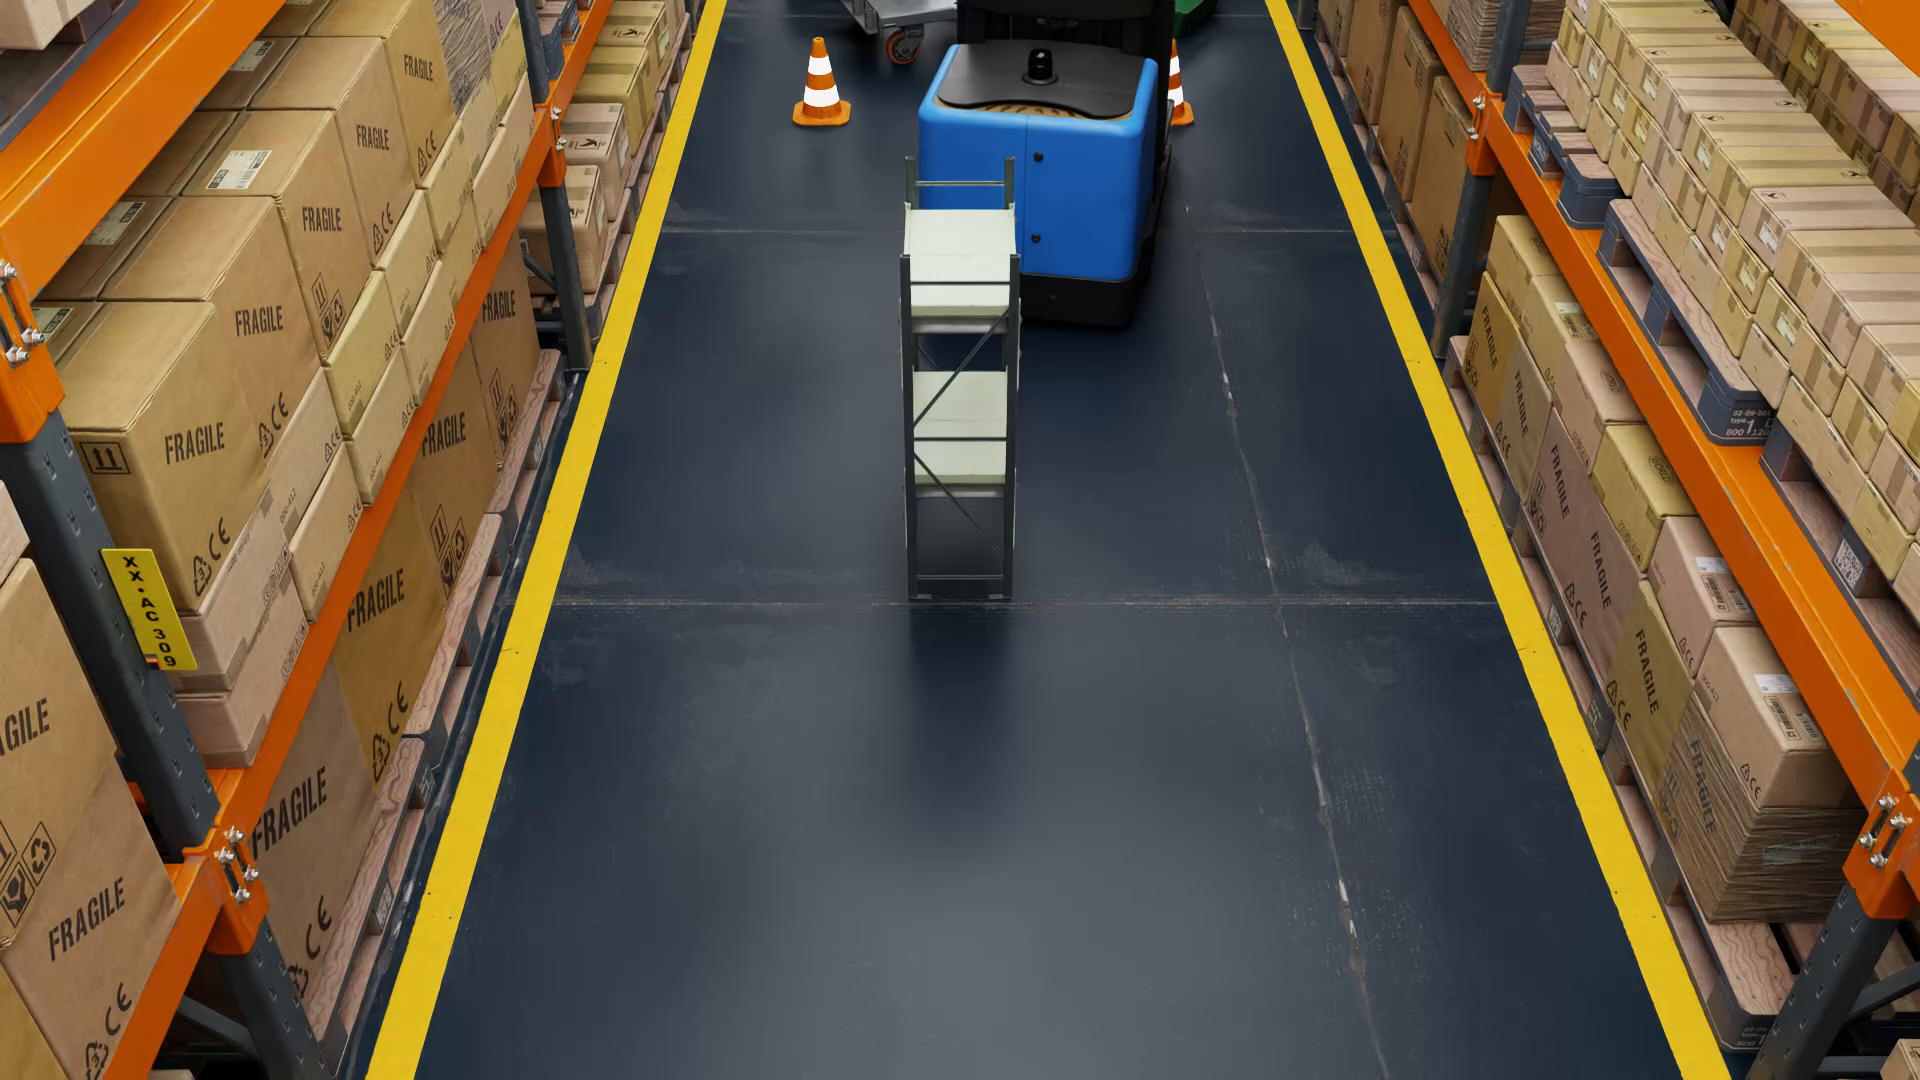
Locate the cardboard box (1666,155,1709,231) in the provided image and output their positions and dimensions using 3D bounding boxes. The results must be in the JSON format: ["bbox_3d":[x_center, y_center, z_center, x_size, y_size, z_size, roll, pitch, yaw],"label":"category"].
[{"bbox_3d":[2.532,-1.126,5.384,0.380,0.149,0.250,0,39,0],"label":"cardboard box"}]

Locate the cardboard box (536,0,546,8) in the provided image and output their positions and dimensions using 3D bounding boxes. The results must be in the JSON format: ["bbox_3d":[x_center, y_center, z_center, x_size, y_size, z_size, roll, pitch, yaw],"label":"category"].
[{"bbox_3d":[-2.002,-2.431,7.250,0.380,0.149,0.250,-2,39,-3],"label":"cardboard box"}]

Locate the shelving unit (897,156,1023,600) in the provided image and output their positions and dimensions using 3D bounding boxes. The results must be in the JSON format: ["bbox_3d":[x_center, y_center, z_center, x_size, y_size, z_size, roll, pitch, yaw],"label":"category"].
[{"bbox_3d":[0.000,-0.589,6.286,0.431,1.500,0.755,0,39,0],"label":"shelving unit"}]

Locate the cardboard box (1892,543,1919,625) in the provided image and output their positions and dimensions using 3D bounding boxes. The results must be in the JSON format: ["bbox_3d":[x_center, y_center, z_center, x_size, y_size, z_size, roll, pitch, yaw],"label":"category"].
[{"bbox_3d":[2.535,0.135,4.047,0.380,0.149,0.250,-1,39,-1],"label":"cardboard box"}]

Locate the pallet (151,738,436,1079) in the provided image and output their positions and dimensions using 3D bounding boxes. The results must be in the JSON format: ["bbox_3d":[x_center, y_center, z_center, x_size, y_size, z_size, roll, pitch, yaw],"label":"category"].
[{"bbox_3d":[-2.292,1.122,5.181,1.003,0.211,1.213,0,39,0],"label":"pallet"}]

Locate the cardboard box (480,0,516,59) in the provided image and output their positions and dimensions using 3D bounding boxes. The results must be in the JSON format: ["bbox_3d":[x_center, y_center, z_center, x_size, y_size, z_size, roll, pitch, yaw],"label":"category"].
[{"bbox_3d":[-1.958,-2.091,6.081,0.500,0.500,0.500,-1,39,-1],"label":"cardboard box"}]

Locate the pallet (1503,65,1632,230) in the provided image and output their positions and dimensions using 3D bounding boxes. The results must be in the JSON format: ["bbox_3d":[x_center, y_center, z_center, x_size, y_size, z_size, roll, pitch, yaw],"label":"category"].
[{"bbox_3d":[2.837,-1.531,6.416,1.213,0.211,1.003,0,39,0],"label":"pallet"}]

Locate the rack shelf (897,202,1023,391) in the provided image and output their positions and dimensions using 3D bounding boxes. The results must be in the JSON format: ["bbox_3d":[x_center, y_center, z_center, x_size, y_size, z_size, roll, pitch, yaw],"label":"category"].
[{"bbox_3d":[0.000,-0.894,6.042,0.431,0.370,0.720,0,39,0],"label":"rack shelf"}]

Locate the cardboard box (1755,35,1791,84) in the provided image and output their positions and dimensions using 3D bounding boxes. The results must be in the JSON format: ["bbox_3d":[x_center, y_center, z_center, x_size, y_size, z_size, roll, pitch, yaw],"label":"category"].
[{"bbox_3d":[3.187,-1.758,6.173,0.380,0.149,0.250,1,39,2],"label":"cardboard box"}]

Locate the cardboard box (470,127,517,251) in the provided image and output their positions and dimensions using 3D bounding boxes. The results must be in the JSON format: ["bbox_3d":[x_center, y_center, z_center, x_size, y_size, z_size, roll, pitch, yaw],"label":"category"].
[{"bbox_3d":[-1.944,-1.291,6.082,0.500,0.250,0.500,1,39,1],"label":"cardboard box"}]

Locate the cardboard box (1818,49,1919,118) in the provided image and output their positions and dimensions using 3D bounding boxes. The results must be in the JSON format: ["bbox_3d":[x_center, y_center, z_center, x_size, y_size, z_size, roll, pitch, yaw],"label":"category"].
[{"bbox_3d":[3.191,-1.556,5.682,0.380,0.149,0.250,1,39,1],"label":"cardboard box"}]

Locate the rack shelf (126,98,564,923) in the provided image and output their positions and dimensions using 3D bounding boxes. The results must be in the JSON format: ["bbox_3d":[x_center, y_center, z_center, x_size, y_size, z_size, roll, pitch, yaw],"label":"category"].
[{"bbox_3d":[-2.218,-0.454,5.493,1.077,0.370,4.000,0,39,0],"label":"rack shelf"}]

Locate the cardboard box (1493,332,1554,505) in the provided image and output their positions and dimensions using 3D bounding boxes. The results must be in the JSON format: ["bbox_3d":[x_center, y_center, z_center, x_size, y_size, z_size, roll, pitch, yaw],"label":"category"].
[{"bbox_3d":[2.479,-0.483,6.618,0.500,0.500,0.500,0,39,0],"label":"cardboard box"}]

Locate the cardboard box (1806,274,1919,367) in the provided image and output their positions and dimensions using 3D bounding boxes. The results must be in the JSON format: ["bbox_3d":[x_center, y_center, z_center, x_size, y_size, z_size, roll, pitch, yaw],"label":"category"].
[{"bbox_3d":[2.538,-0.593,4.481,0.380,0.149,0.250,0,39,0],"label":"cardboard box"}]

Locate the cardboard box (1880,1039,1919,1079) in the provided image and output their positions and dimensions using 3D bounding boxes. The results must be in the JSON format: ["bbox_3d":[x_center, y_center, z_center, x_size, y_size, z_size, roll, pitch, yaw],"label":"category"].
[{"bbox_3d":[2.527,1.382,4.096,0.380,0.149,0.250,1,39,2],"label":"cardboard box"}]

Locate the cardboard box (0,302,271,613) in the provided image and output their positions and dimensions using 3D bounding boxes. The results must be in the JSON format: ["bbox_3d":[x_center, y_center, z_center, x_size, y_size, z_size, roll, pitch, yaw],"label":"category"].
[{"bbox_3d":[-1.929,-0.188,3.707,0.500,0.500,0.500,0,39,0],"label":"cardboard box"}]

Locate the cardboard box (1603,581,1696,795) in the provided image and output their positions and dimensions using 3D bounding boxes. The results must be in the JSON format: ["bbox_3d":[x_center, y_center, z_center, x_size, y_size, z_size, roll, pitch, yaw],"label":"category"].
[{"bbox_3d":[2.481,0.478,5.418,0.500,0.500,0.500,-1,39,-1],"label":"cardboard box"}]

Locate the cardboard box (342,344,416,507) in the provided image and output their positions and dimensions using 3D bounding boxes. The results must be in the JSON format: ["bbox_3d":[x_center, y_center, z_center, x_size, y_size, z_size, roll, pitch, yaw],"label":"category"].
[{"bbox_3d":[-1.939,-0.345,4.901,0.500,0.250,0.500,0,39,0],"label":"cardboard box"}]

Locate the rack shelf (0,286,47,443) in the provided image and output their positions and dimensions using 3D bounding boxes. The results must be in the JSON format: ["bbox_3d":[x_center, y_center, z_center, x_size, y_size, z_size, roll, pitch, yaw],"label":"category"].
[{"bbox_3d":[-2.214,0.877,1.433,1.077,0.370,4.000,0,39,0],"label":"rack shelf"}]

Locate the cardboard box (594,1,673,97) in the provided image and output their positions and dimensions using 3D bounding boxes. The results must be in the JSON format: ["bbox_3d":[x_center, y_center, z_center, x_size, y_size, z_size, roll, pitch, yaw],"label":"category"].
[{"bbox_3d":[-2.218,-2.847,9.670,0.950,0.372,0.625,2,39,3],"label":"cardboard box"}]

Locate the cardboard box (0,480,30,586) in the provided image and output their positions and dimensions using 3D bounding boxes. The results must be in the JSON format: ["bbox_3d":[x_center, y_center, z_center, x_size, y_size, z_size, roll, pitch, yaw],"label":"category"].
[{"bbox_3d":[-1.897,0.026,2.920,0.380,0.149,0.250,-1,39,-1],"label":"cardboard box"}]

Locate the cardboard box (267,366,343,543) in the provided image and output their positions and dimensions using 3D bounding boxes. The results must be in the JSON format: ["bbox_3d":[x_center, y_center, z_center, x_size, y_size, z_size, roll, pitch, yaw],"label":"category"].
[{"bbox_3d":[-1.963,-0.222,4.348,0.500,0.250,0.500,1,39,1],"label":"cardboard box"}]

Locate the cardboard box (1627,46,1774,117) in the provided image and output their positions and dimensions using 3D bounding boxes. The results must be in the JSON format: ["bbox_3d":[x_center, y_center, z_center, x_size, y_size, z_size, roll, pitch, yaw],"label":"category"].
[{"bbox_3d":[2.535,-1.574,5.704,0.380,0.149,0.250,-2,39,-2],"label":"cardboard box"}]

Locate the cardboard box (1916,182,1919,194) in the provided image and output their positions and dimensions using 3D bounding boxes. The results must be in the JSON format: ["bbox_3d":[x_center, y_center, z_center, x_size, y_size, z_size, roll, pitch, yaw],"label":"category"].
[{"bbox_3d":[3.187,-1.072,5.079,0.380,0.149,0.250,1,39,1],"label":"cardboard box"}]

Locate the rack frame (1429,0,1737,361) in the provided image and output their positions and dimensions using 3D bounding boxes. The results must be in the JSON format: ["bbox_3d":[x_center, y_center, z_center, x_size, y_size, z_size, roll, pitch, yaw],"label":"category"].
[{"bbox_3d":[2.729,-2.052,6.912,1.000,3.000,0.127,0,39,0],"label":"rack frame"}]

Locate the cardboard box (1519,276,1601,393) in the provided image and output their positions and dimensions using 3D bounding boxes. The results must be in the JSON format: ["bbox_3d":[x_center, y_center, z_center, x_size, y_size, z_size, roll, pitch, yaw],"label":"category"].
[{"bbox_3d":[2.489,-0.784,6.394,0.500,0.250,0.500,0,39,-1],"label":"cardboard box"}]

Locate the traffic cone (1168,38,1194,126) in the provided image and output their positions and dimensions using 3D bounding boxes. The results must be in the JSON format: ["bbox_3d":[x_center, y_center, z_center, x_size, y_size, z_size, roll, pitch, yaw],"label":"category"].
[{"bbox_3d":[1.216,-2.724,9.779,0.336,0.463,0.334,0,39,0],"label":"traffic cone"}]

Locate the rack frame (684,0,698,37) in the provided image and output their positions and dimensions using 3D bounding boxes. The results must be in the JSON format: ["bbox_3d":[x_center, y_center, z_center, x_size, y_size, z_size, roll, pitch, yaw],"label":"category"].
[{"bbox_3d":[-2.225,-4.487,9.950,1.000,3.000,0.127,0,39,0],"label":"rack frame"}]

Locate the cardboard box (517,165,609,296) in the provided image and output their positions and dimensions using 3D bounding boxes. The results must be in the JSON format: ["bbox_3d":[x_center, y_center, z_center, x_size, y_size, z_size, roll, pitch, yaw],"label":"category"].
[{"bbox_3d":[-2.211,-1.477,7.960,0.950,0.372,0.625,-2,39,-3],"label":"cardboard box"}]

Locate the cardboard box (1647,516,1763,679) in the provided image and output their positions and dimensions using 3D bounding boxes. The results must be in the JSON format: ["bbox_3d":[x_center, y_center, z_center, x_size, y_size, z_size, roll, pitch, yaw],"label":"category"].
[{"bbox_3d":[2.493,0.181,5.188,0.500,0.250,0.500,2,39,2],"label":"cardboard box"}]

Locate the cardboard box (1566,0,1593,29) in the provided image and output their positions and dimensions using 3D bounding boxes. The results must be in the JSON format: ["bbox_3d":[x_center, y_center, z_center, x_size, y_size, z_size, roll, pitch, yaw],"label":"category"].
[{"bbox_3d":[2.536,-2.058,6.309,0.380,0.149,0.250,0,39,0],"label":"cardboard box"}]

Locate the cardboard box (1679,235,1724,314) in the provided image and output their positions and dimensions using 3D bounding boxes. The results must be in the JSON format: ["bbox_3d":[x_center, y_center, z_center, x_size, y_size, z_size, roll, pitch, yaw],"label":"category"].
[{"bbox_3d":[2.530,-0.846,5.272,0.380,0.149,0.250,-1,39,-2],"label":"cardboard box"}]

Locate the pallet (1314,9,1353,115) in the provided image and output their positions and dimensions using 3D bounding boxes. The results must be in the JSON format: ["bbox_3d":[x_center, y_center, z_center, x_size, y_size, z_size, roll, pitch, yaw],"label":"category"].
[{"bbox_3d":[2.801,-2.983,10.303,1.003,0.211,1.213,0,39,0],"label":"pallet"}]

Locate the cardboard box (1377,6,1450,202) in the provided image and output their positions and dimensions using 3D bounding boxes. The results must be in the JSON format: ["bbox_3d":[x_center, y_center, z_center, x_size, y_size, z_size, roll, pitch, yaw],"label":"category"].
[{"bbox_3d":[2.814,-2.265,8.641,1.050,0.750,0.750,1,39,1],"label":"cardboard box"}]

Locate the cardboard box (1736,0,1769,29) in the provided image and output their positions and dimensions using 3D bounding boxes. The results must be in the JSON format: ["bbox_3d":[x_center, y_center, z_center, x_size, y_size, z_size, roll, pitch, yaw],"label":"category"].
[{"bbox_3d":[3.188,-2.044,6.291,0.380,0.149,0.250,-1,39,-2],"label":"cardboard box"}]

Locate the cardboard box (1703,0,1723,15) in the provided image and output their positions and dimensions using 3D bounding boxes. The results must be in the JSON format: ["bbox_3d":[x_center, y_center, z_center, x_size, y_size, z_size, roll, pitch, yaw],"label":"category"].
[{"bbox_3d":[2.999,-2.372,7.231,0.500,0.500,0.500,0,39,0],"label":"cardboard box"}]

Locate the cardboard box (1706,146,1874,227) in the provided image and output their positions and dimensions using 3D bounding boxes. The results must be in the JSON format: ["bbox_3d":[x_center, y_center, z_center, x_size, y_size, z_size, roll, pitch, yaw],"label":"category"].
[{"bbox_3d":[2.536,-1.083,5.092,0.380,0.149,0.250,-1,39,-1],"label":"cardboard box"}]

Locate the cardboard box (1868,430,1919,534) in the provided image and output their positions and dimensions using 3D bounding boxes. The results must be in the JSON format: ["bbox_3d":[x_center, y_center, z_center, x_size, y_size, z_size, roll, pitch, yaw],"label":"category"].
[{"bbox_3d":[2.534,-0.146,4.161,0.380,0.149,0.250,0,39,0],"label":"cardboard box"}]

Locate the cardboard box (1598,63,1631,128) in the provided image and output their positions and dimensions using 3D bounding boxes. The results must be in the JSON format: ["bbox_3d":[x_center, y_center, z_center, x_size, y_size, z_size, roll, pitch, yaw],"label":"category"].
[{"bbox_3d":[2.535,-1.595,5.969,0.380,0.149,0.250,-1,39,-1],"label":"cardboard box"}]

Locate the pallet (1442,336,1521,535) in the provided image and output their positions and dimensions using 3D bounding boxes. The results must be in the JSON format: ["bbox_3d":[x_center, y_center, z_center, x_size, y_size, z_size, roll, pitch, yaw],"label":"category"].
[{"bbox_3d":[2.729,-0.475,7.174,1.003,0.211,1.213,0,39,0],"label":"pallet"}]

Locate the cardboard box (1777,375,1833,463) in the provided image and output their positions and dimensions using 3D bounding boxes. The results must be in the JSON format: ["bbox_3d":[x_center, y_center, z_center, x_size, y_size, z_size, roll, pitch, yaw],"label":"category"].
[{"bbox_3d":[2.536,-0.340,4.640,0.380,0.149,0.250,-2,39,-2],"label":"cardboard box"}]

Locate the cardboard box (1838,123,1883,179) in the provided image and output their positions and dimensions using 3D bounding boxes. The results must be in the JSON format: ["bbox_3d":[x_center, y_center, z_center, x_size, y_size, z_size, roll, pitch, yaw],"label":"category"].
[{"bbox_3d":[3.188,-1.282,5.578,0.380,0.149,0.250,0,39,0],"label":"cardboard box"}]

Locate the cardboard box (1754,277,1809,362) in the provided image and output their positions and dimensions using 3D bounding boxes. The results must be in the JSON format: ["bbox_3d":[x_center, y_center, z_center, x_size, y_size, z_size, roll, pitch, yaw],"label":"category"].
[{"bbox_3d":[2.533,-0.635,4.771,0.380,0.149,0.250,-2,39,-2],"label":"cardboard box"}]

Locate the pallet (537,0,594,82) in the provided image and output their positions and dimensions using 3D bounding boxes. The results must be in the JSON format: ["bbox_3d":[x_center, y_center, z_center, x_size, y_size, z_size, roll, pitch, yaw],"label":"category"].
[{"bbox_3d":[-2.328,-2.356,7.444,1.213,0.211,1.003,0,39,0],"label":"pallet"}]

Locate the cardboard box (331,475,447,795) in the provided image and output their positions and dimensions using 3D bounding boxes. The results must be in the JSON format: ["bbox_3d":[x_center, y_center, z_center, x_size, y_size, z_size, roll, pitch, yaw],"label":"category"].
[{"bbox_3d":[-2.306,0.229,5.429,0.875,0.875,0.875,1,39,1],"label":"cardboard box"}]

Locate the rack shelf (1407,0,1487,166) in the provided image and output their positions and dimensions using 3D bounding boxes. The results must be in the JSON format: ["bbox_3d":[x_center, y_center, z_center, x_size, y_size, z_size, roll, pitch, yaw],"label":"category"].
[{"bbox_3d":[2.727,-3.022,8.697,1.077,0.370,4.000,0,39,0],"label":"rack shelf"}]

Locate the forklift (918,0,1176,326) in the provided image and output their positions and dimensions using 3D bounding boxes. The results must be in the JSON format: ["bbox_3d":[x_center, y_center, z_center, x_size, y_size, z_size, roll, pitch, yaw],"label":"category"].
[{"bbox_3d":[0.572,-3.085,8.256,1.130,2.935,3.031,7,39,8],"label":"forklift"}]

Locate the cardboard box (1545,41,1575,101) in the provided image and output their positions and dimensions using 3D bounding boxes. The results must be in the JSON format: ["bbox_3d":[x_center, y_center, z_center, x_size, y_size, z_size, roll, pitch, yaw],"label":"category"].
[{"bbox_3d":[2.528,-1.838,6.510,0.380,0.149,0.250,-1,39,-1],"label":"cardboard box"}]

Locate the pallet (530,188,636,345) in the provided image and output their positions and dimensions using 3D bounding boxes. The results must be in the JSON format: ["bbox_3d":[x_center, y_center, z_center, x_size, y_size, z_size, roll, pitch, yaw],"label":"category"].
[{"bbox_3d":[-2.220,-1.386,8.310,1.003,0.211,1.213,0,39,0],"label":"pallet"}]

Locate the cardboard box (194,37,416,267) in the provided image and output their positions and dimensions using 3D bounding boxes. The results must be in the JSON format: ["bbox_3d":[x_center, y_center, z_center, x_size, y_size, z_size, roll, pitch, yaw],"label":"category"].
[{"bbox_3d":[-1.962,-1.143,4.899,0.500,0.500,0.500,-1,39,-1],"label":"cardboard box"}]

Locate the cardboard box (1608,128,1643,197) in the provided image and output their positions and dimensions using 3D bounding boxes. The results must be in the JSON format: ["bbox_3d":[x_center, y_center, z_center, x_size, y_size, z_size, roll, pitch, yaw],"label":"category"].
[{"bbox_3d":[2.531,-1.332,5.879,0.380,0.149,0.250,2,39,2],"label":"cardboard box"}]

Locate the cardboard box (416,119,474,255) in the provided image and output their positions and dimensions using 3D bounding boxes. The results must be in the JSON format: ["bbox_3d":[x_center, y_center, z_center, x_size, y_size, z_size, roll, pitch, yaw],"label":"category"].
[{"bbox_3d":[-1.941,-1.178,5.542,0.500,0.250,0.500,-1,39,-1],"label":"cardboard box"}]
